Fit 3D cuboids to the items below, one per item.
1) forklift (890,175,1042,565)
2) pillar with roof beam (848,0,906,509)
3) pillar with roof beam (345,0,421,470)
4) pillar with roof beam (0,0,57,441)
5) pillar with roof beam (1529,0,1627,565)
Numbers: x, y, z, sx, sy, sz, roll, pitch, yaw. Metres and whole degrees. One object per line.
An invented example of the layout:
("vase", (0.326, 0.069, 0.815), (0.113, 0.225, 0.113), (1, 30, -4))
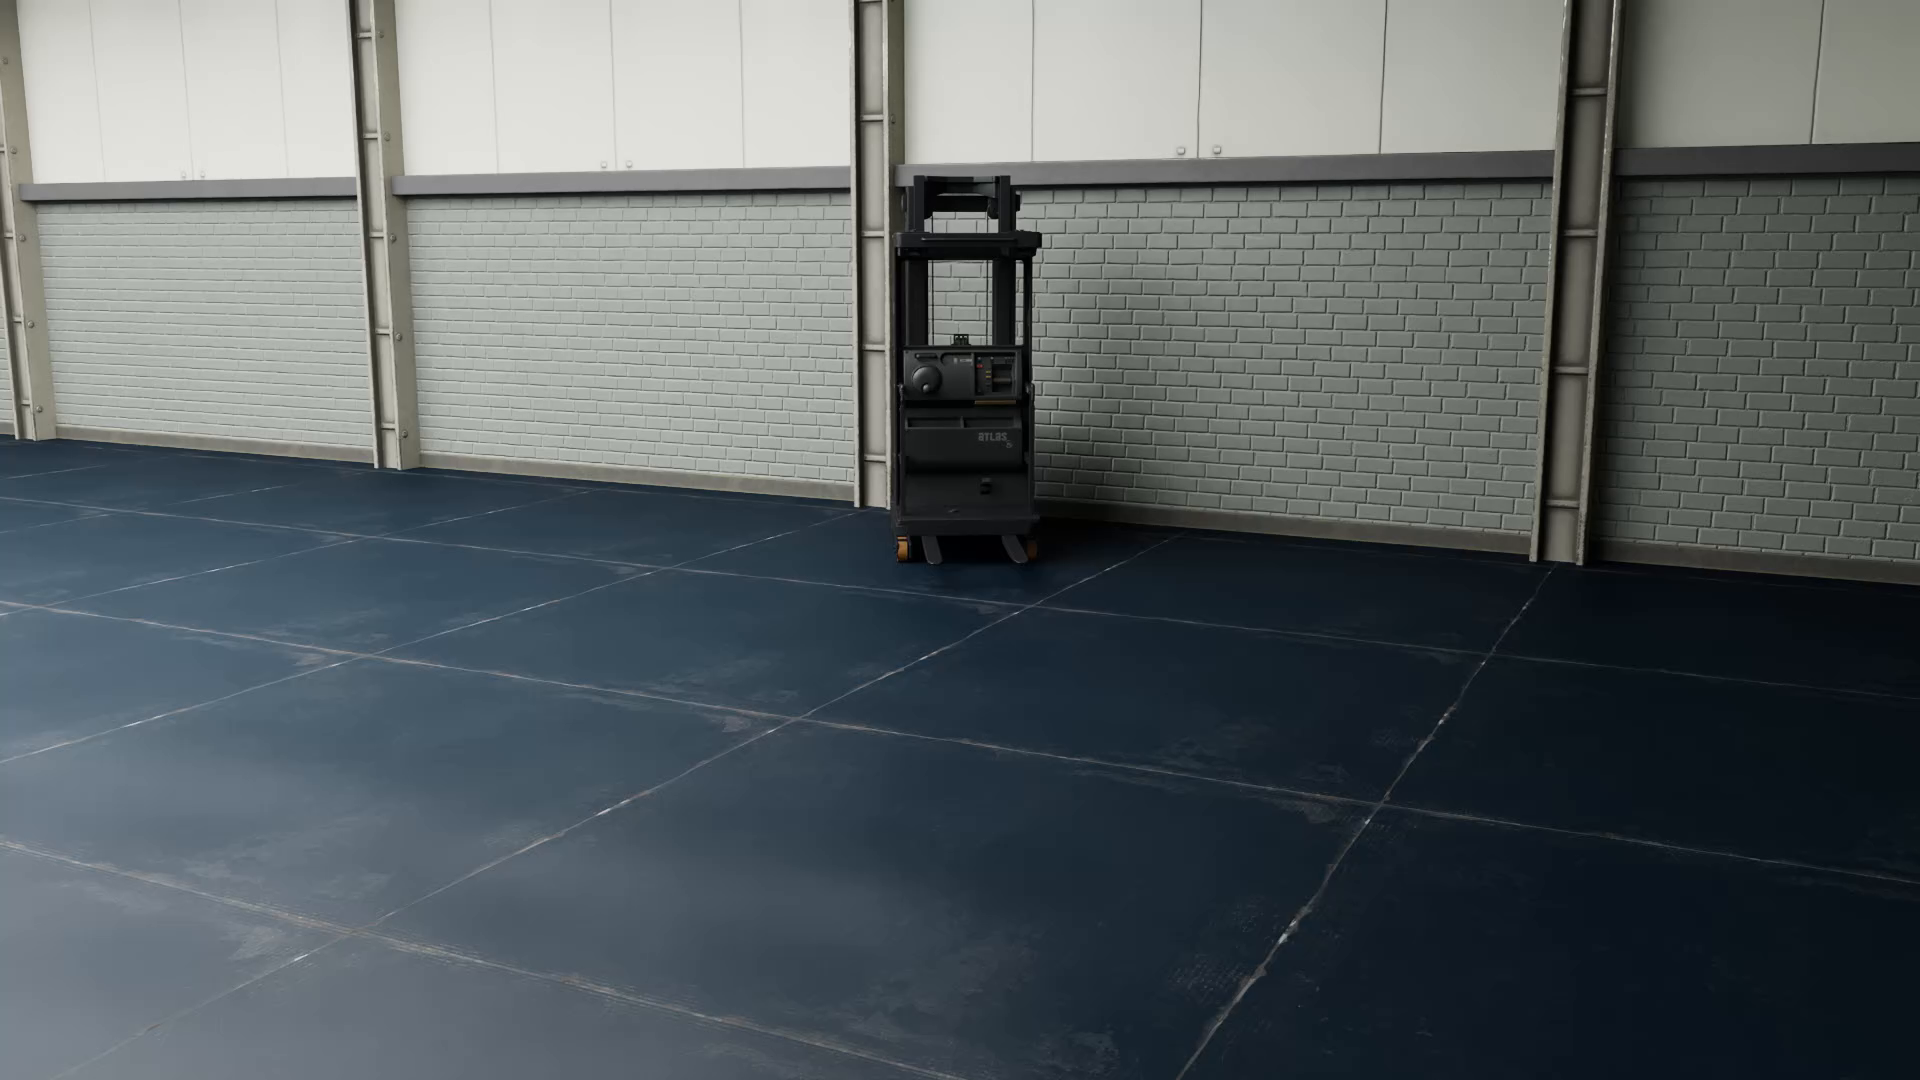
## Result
("forklift", (0.039, -1.332, 12.858), (1.130, 2.935, 3.031), (-1, 10, -4))
("pillar with roof beam", (-2.644, -4.061, 10.898), (0.400, 9.000, 9.100), (5, 11, 26))
("pillar with roof beam", (-8.025, -4.533, 13.510), (0.400, 9.000, 9.100), (5, 11, 26))
("pillar with roof beam", (-13.406, -5.006, 16.123), (0.400, 9.000, 9.100), (5, 11, 26))
("pillar with roof beam", (2.736, -3.588, 8.286), (0.400, 9.000, 9.100), (5, 11, 26))
